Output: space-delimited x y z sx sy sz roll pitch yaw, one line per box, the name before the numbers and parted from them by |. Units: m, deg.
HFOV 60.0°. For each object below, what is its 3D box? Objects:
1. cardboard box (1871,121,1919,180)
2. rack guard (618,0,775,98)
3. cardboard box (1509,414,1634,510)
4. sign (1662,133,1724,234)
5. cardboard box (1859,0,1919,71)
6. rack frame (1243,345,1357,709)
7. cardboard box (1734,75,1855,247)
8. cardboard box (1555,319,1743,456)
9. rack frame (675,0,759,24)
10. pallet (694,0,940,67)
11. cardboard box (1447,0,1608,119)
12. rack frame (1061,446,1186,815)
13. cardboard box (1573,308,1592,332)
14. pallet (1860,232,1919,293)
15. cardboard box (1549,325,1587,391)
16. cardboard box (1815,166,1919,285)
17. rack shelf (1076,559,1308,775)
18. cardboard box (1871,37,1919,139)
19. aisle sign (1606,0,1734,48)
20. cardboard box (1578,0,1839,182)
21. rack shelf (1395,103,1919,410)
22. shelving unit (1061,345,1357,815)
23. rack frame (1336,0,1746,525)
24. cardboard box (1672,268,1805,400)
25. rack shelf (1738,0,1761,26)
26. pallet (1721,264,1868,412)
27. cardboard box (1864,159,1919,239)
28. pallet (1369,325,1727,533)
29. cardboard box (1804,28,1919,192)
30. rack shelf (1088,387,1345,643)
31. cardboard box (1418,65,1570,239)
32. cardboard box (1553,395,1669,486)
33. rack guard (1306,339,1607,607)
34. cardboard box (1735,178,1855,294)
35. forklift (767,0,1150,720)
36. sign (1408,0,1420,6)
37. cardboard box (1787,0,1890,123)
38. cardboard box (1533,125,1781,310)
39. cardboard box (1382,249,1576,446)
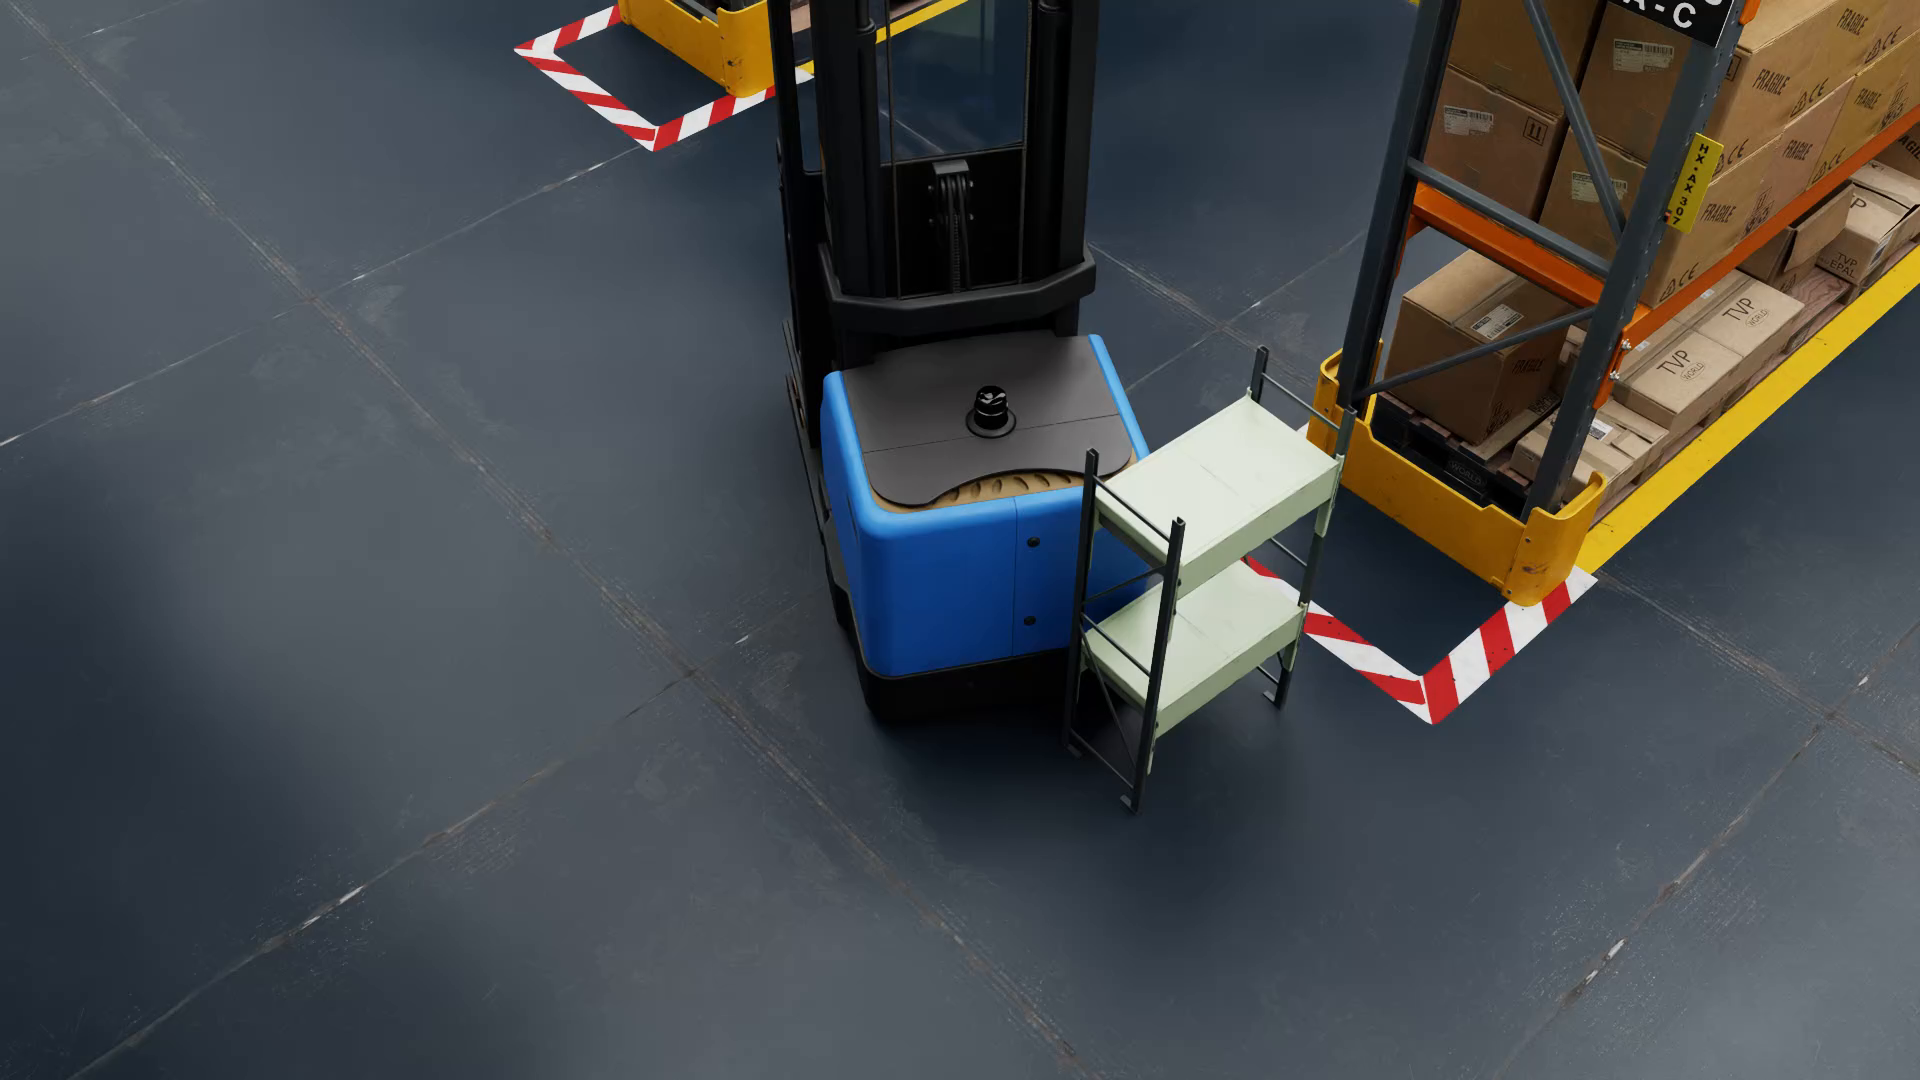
cardboard box | 4.622 -1.943 7.904 0.500 0.500 0.500 -34 56 -27
rack guard | -1.446 -2.929 9.112 0.348 0.500 1.175 -34 56 -27
cardboard box | 2.434 -0.303 6.629 0.250 0.149 0.380 -34 56 -27
sign | 2.258 -1.099 5.134 0.005 0.325 0.100 -34 56 -27
cardboard box | 3.154 -2.056 5.858 0.500 0.500 0.500 -33 55 -27
rack frame | 1.073 0.004 5.724 0.023 1.500 0.400 -31 55 -25
cardboard box | 2.777 -1.468 5.996 0.500 0.500 0.500 -34 56 -27
cardboard box | 2.856 -0.679 6.907 0.500 0.250 0.500 -34 56 -27
rack frame | -1.437 -3.796 8.211 0.127 3.000 1.000 -34 56 -27
pallet | -0.800 -3.237 9.593 1.213 0.211 1.003 -34 56 -27
cardboard box | 2.037 -1.843 5.661 0.500 0.500 0.500 -34 56 -27
rack frame | 0.508 0.345 5.408 0.023 1.500 0.400 -31 55 -25
cardboard box | 2.852 -1.173 7.363 0.500 0.250 0.500 -34 56 -27
pallet | 4.344 -1.793 8.261 1.213 0.211 1.003 -34 56 -27
cardboard box | 2.490 -0.843 7.115 0.250 0.166 0.380 -34 56 -27
cardboard box | 4.067 -1.509 7.631 0.500 0.311 0.500 -34 56 -27
rack shelf | 0.789 0.394 5.807 0.720 0.370 0.431 -31 55 -25
cardboard box | 3.521 -1.961 6.450 0.500 0.500 0.500 -33 55 -27
aisle sign | 2.040 -1.788 4.590 0.004 0.787 0.394 -34 56 -27
cardboard box | 2.399 -1.549 5.390 0.500 0.500 0.500 -32 55 -26
rack shelf | 3.373 -1.845 6.901 4.000 0.370 1.077 -34 56 -27
shelving unit | 0.791 0.174 5.566 0.755 1.500 0.431 -31 55 -25
rack frame | 1.893 -1.100 5.724 0.127 3.000 1.000 -34 56 -27
cardboard box | 3.226 -0.926 7.135 0.500 0.250 0.500 -34 56 -27
rack shelf | 3.373 -2.862 5.799 4.000 0.370 1.077 -34 56 -27
pallet | 3.441 -1.187 7.702 1.213 0.211 1.003 -34 56 -27
cardboard box | 4.385 -1.606 7.832 0.250 0.149 0.380 -34 56 -27
pallet | 2.538 -0.587 7.148 1.213 0.211 1.003 -34 56 -27
cardboard box | 3.150 -1.715 6.223 0.500 0.500 0.500 -34 56 -27
rack shelf | 0.793 -0.088 5.278 0.720 0.370 0.431 -31 55 -25
cardboard box | 2.041 -1.504 6.028 0.500 0.500 0.500 -32 55 -26
cardboard box | 2.619 -0.432 6.736 0.250 0.166 0.380 -34 56 -27
rack guard | 1.949 -0.290 6.677 0.348 0.500 1.175 -34 56 -27
cardboard box | 3.466 -1.449 7.445 0.637 0.503 0.797 -34 56 -27
forklift | -0.134 -1.446 6.090 1.130 2.935 3.031 -9 48 -8
sign | 1.534 -1.912 5.470 0.005 0.325 0.100 -34 56 -27
cardboard box | 2.780 -1.812 5.632 0.500 0.500 0.500 -33 55 -27
cardboard box | 2.399 -1.210 5.758 0.500 0.500 0.500 -33 55 -26
cardboard box | 2.129 -0.804 6.853 0.500 0.500 0.500 -34 56 -27
